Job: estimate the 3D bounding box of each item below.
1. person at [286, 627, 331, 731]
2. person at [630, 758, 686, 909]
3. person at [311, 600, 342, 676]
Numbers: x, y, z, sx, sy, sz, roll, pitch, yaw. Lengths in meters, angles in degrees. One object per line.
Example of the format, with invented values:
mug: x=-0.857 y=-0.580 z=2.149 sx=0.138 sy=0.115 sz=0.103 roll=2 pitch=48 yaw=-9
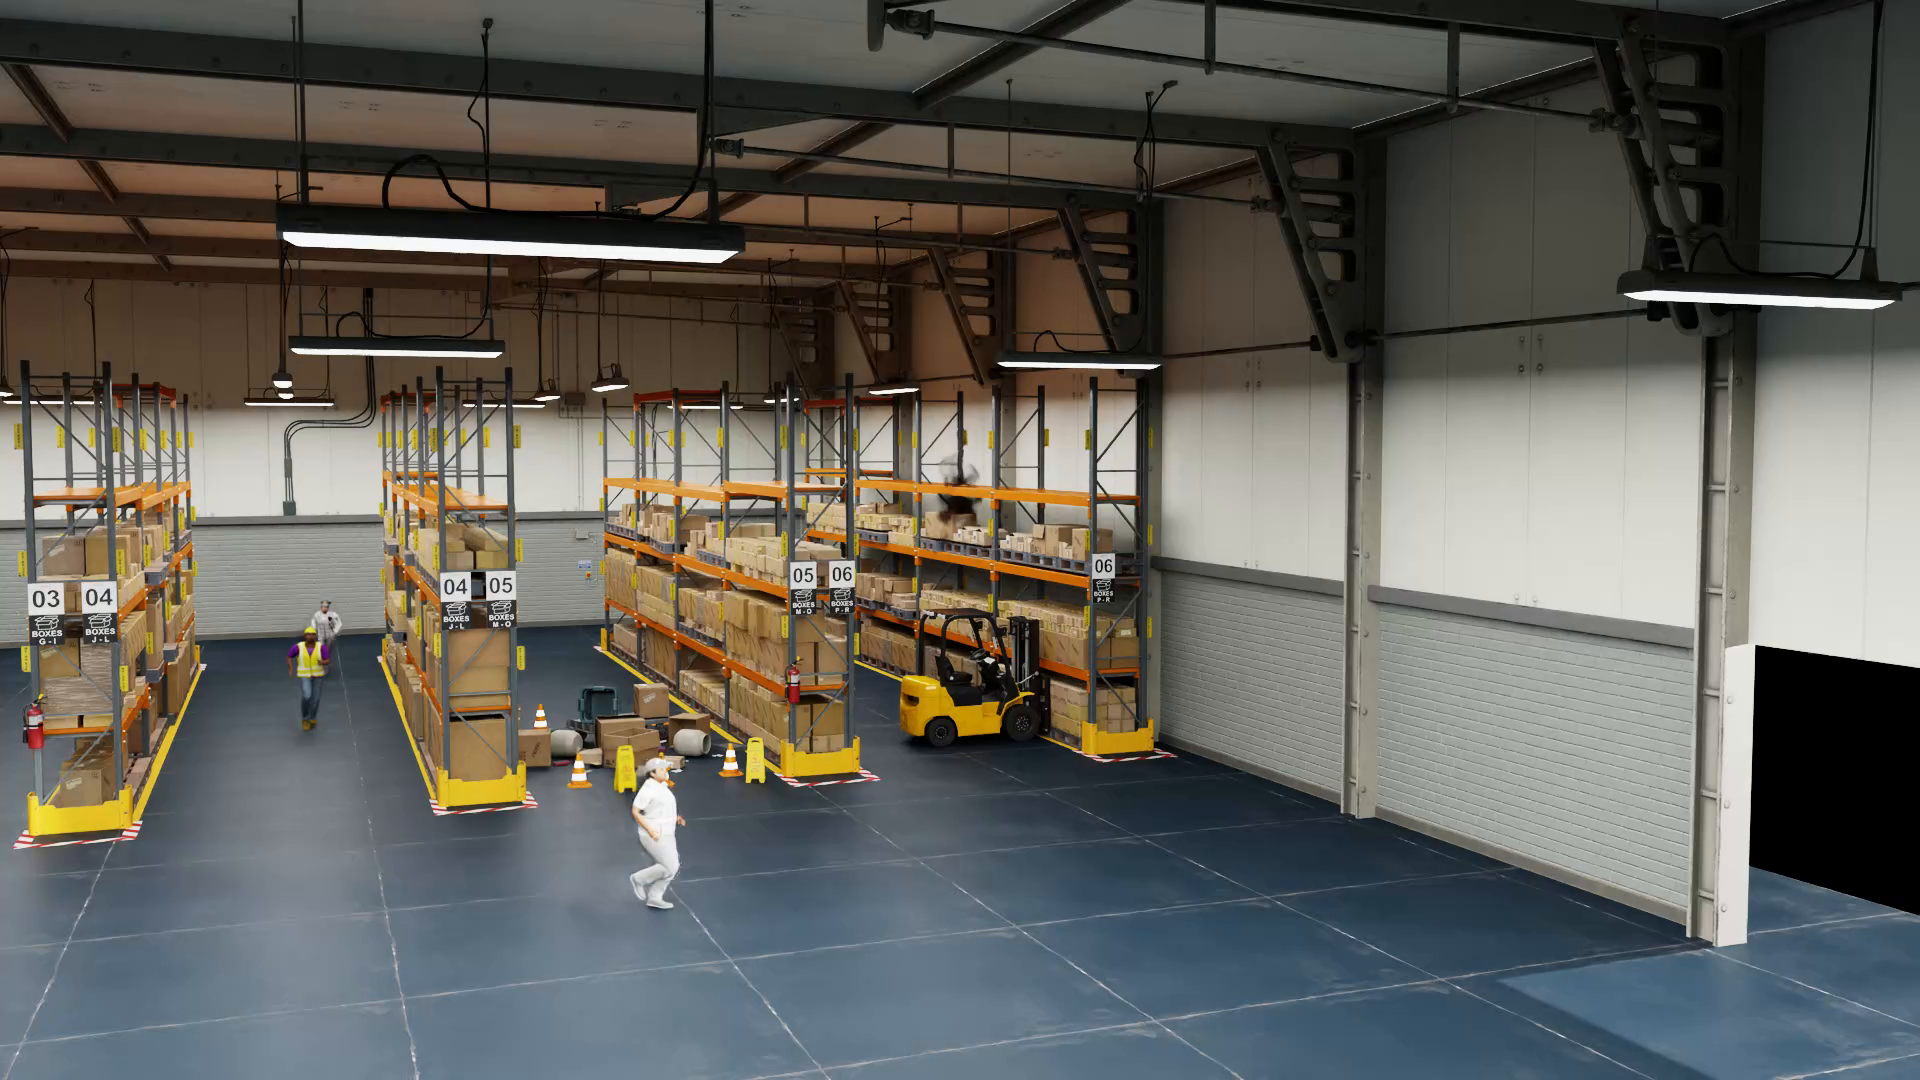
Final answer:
person: x=-11.227 y=2.398 z=28.740 sx=0.670 sy=1.798 sz=0.728 roll=-2 pitch=4 yaw=-32
person: x=-3.217 y=3.137 z=17.738 sx=0.549 sy=1.610 sz=0.608 roll=1 pitch=3 yaw=10
person: x=-13.543 y=2.084 z=35.606 sx=0.629 sy=1.656 sz=0.836 roll=-1 pitch=3 yaw=-11
